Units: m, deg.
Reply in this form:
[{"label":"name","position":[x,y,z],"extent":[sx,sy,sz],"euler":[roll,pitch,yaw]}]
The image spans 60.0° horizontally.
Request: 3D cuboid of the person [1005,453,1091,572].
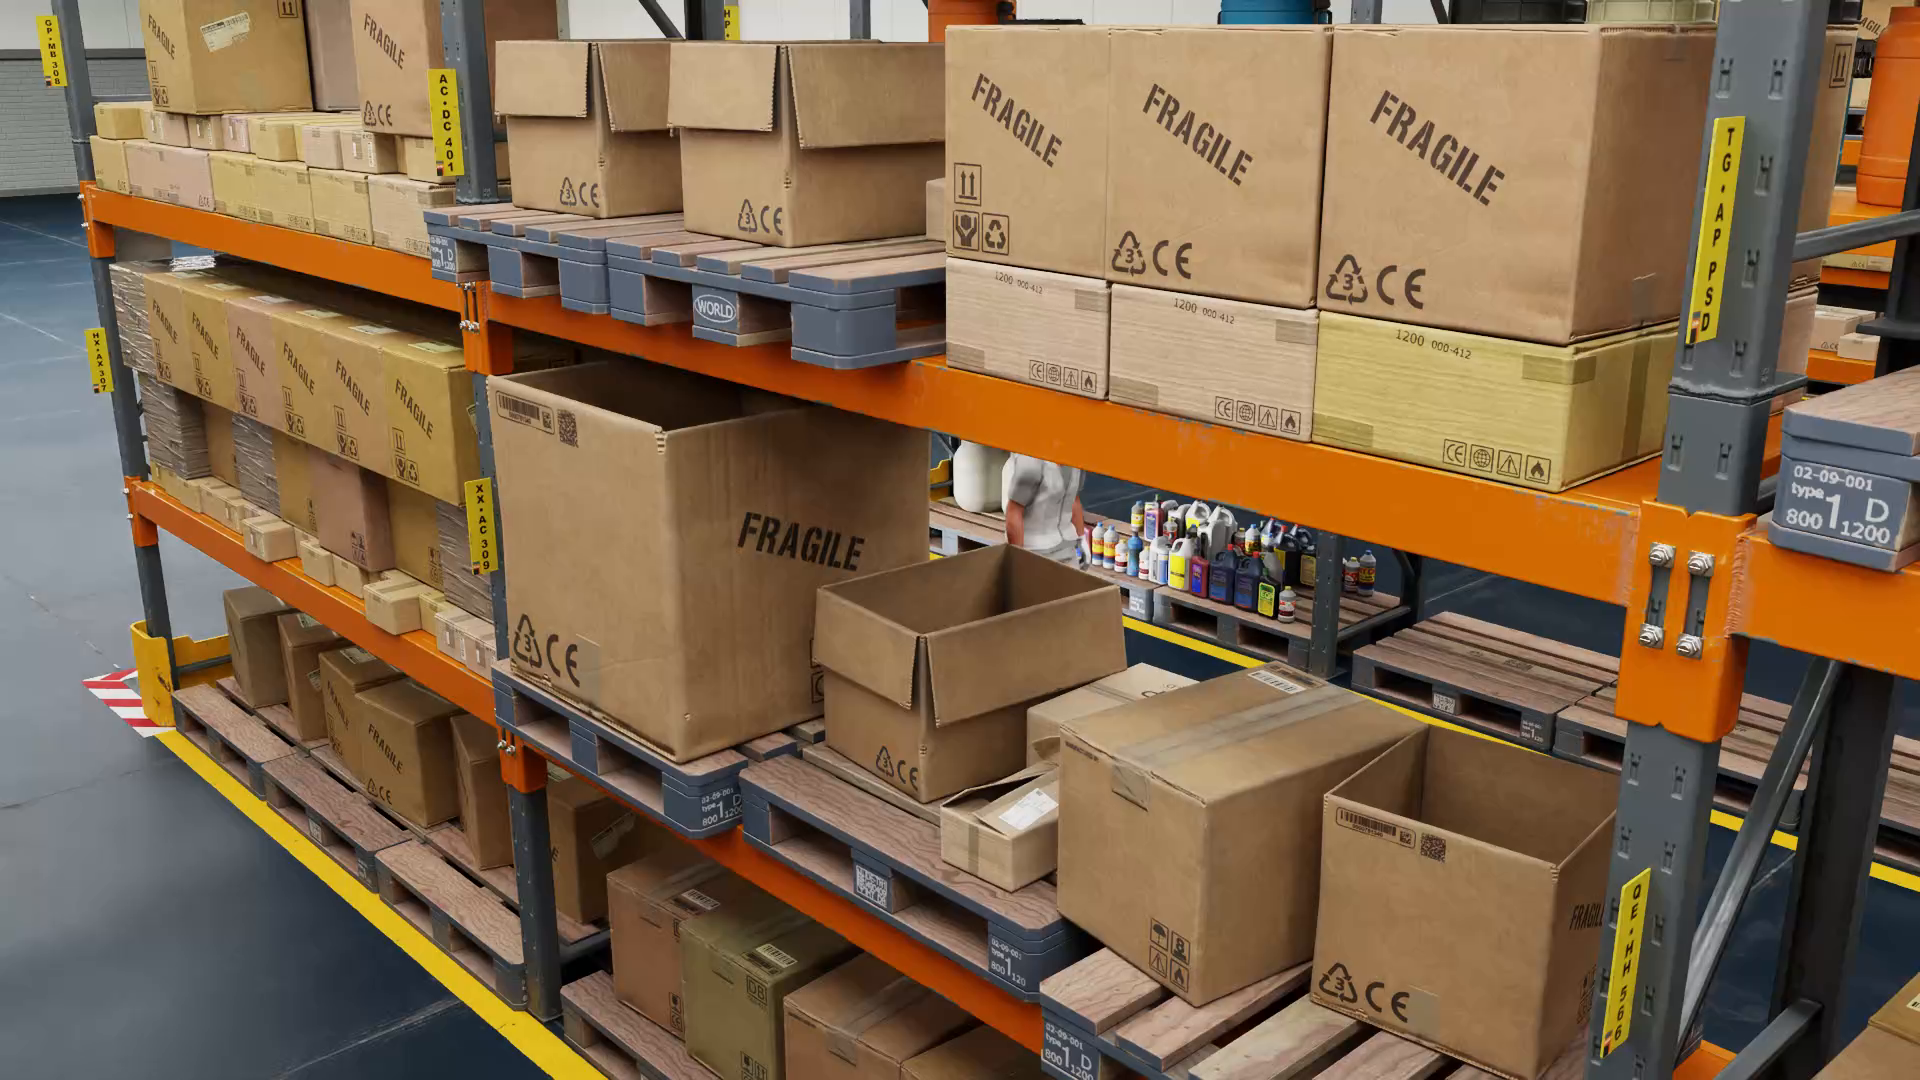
[{"label":"person","position":[0.479,0.078,8.769],"extent":[0.453,1.778,0.616],"euler":[15,23,41]}]
